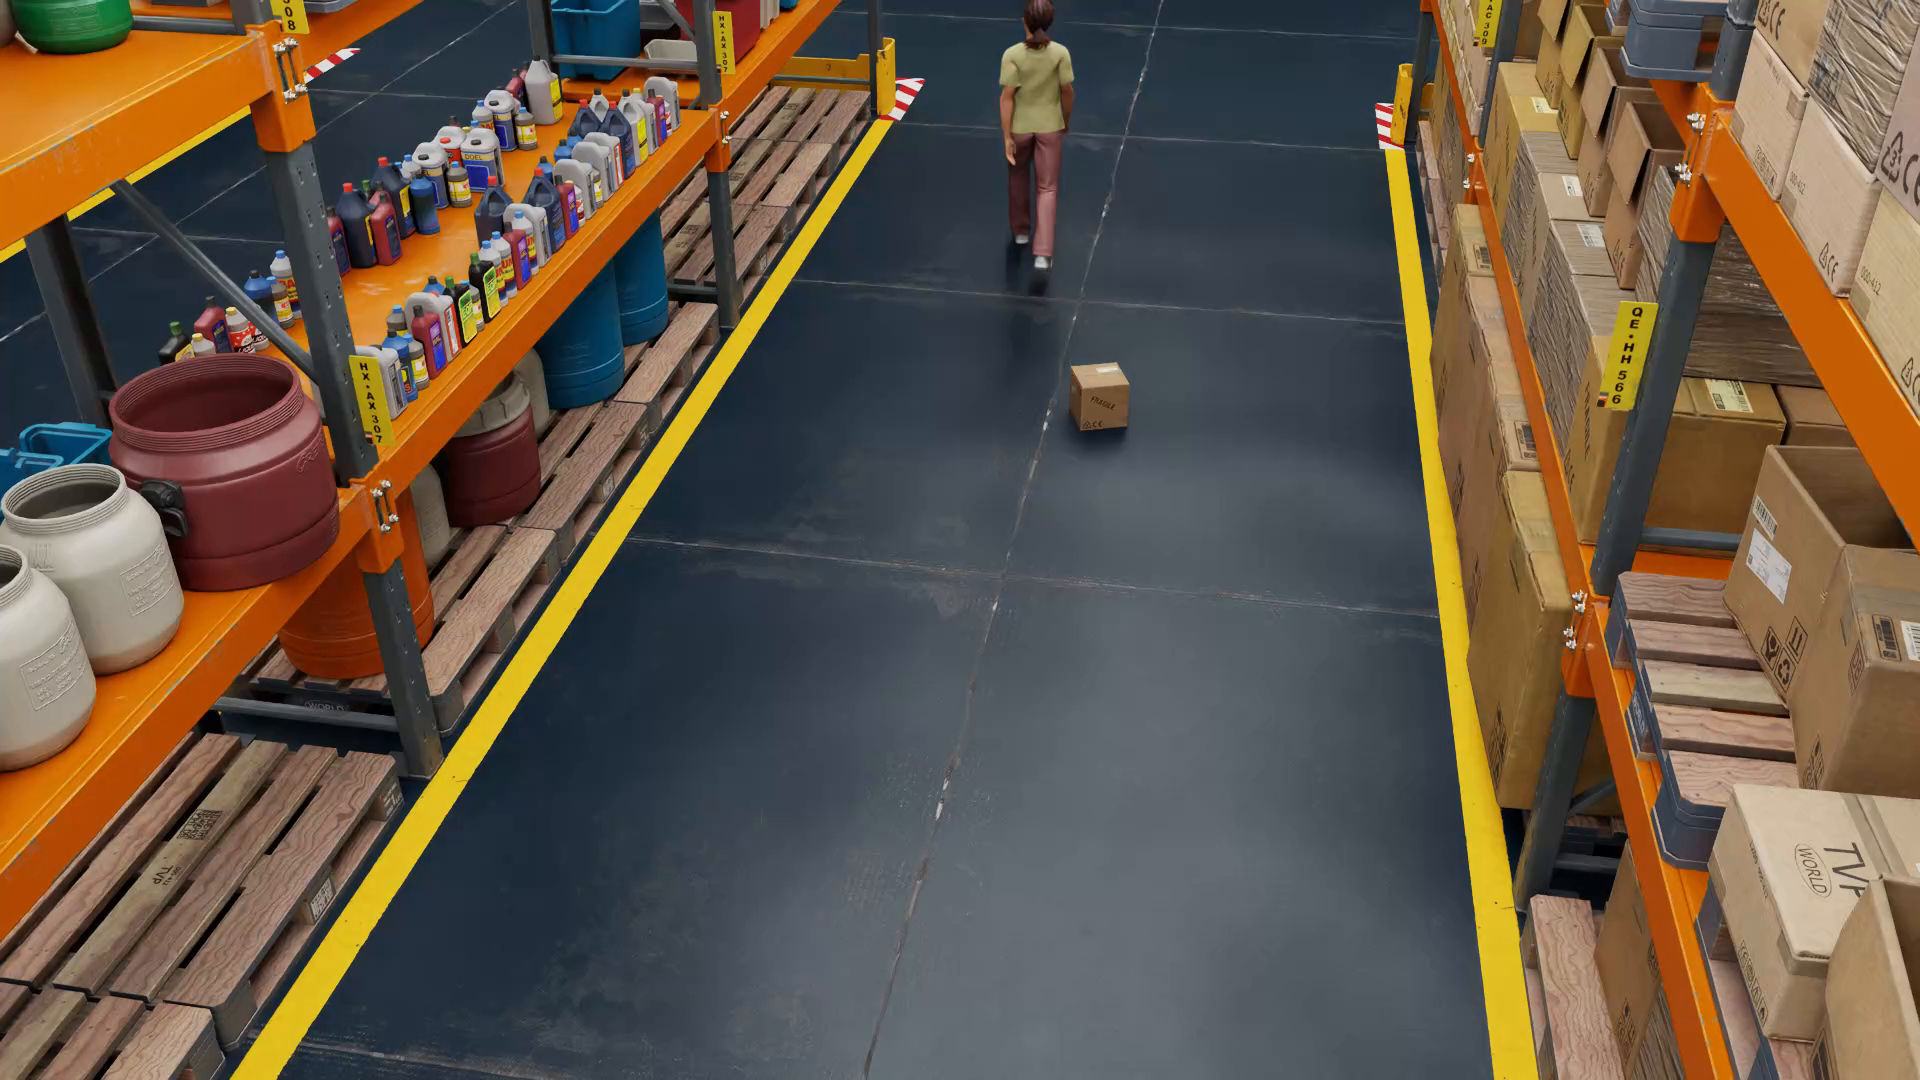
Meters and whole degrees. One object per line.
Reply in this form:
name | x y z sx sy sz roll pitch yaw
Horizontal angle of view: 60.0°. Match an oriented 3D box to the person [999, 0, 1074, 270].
person | 0.457 -2.463 10.011 0.445 1.619 0.997 1 33 2
